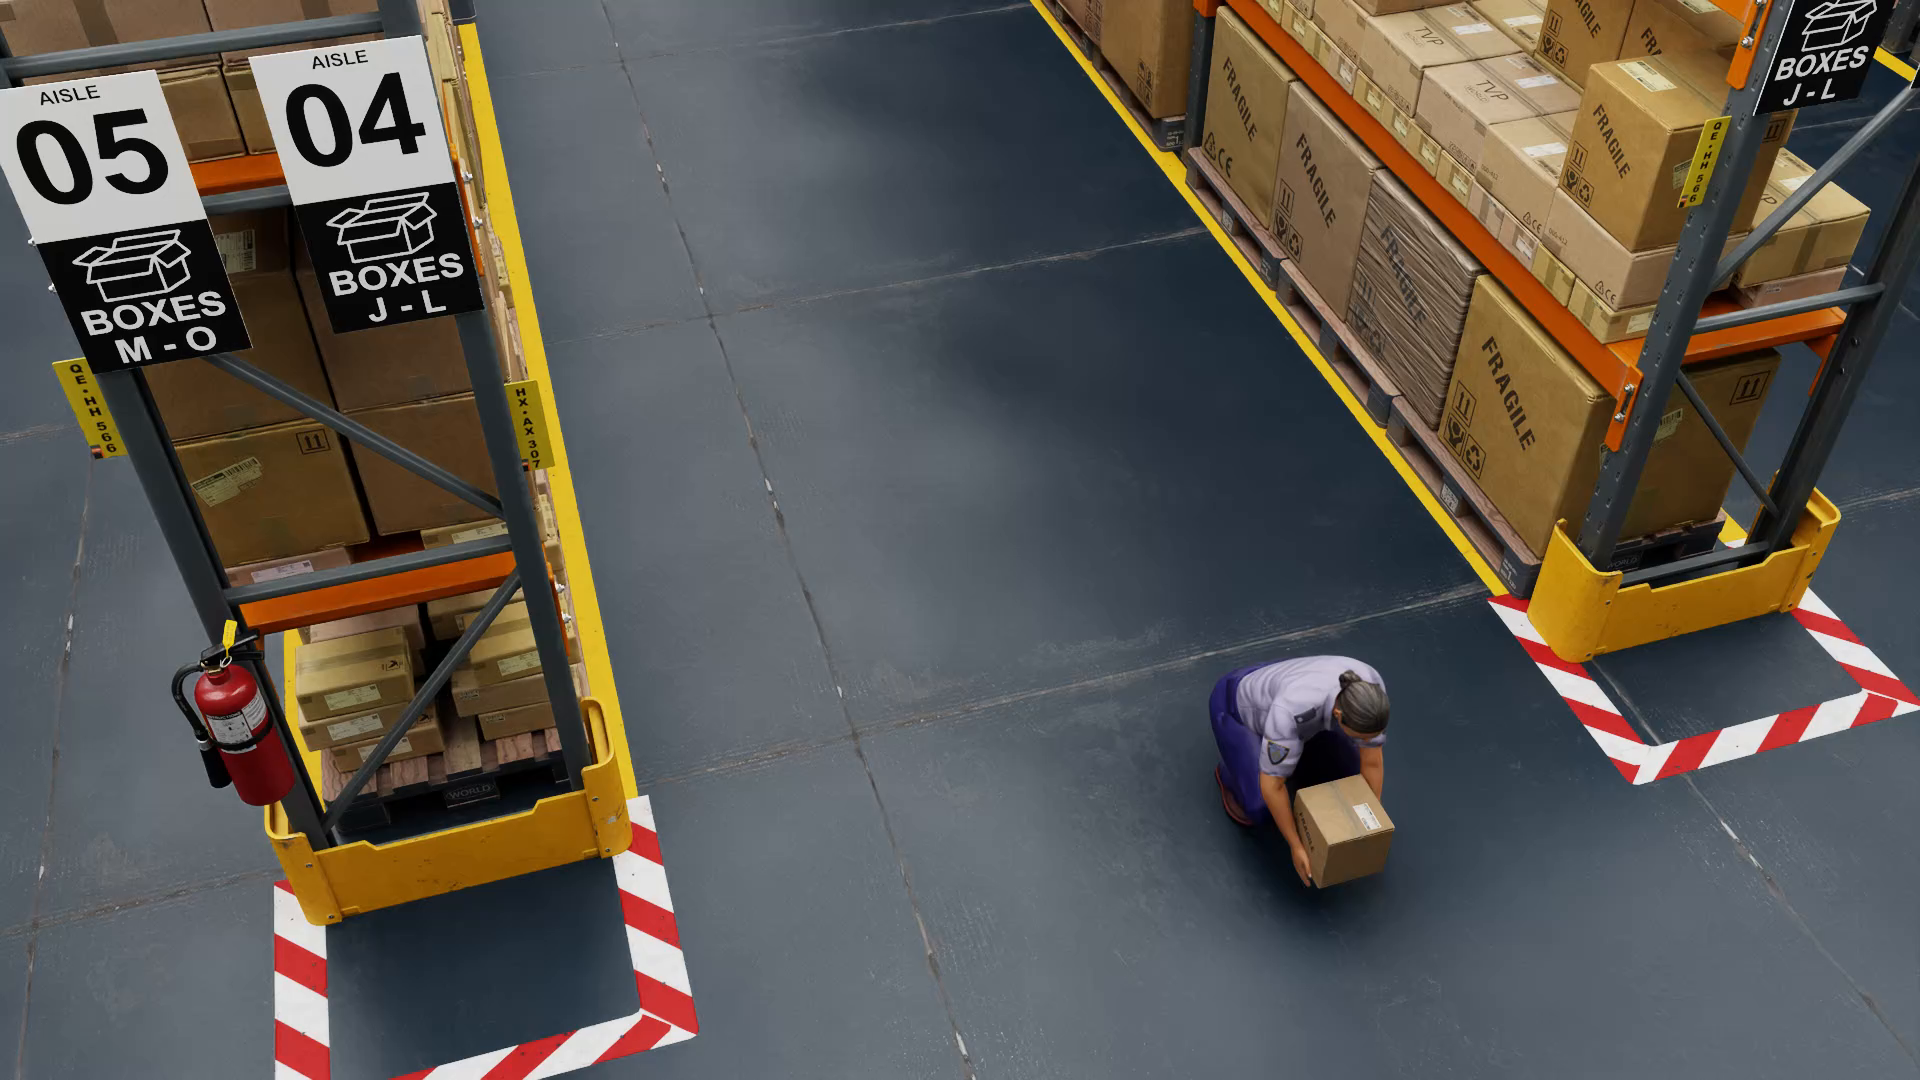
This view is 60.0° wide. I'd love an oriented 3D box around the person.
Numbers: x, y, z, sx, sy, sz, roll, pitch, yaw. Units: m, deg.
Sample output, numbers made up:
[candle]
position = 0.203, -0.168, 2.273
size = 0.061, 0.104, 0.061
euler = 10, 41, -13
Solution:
[person]
position = 1.235, 0.696, 5.945
size = 0.510, 0.939, 0.852
euler = -13, 44, -14
